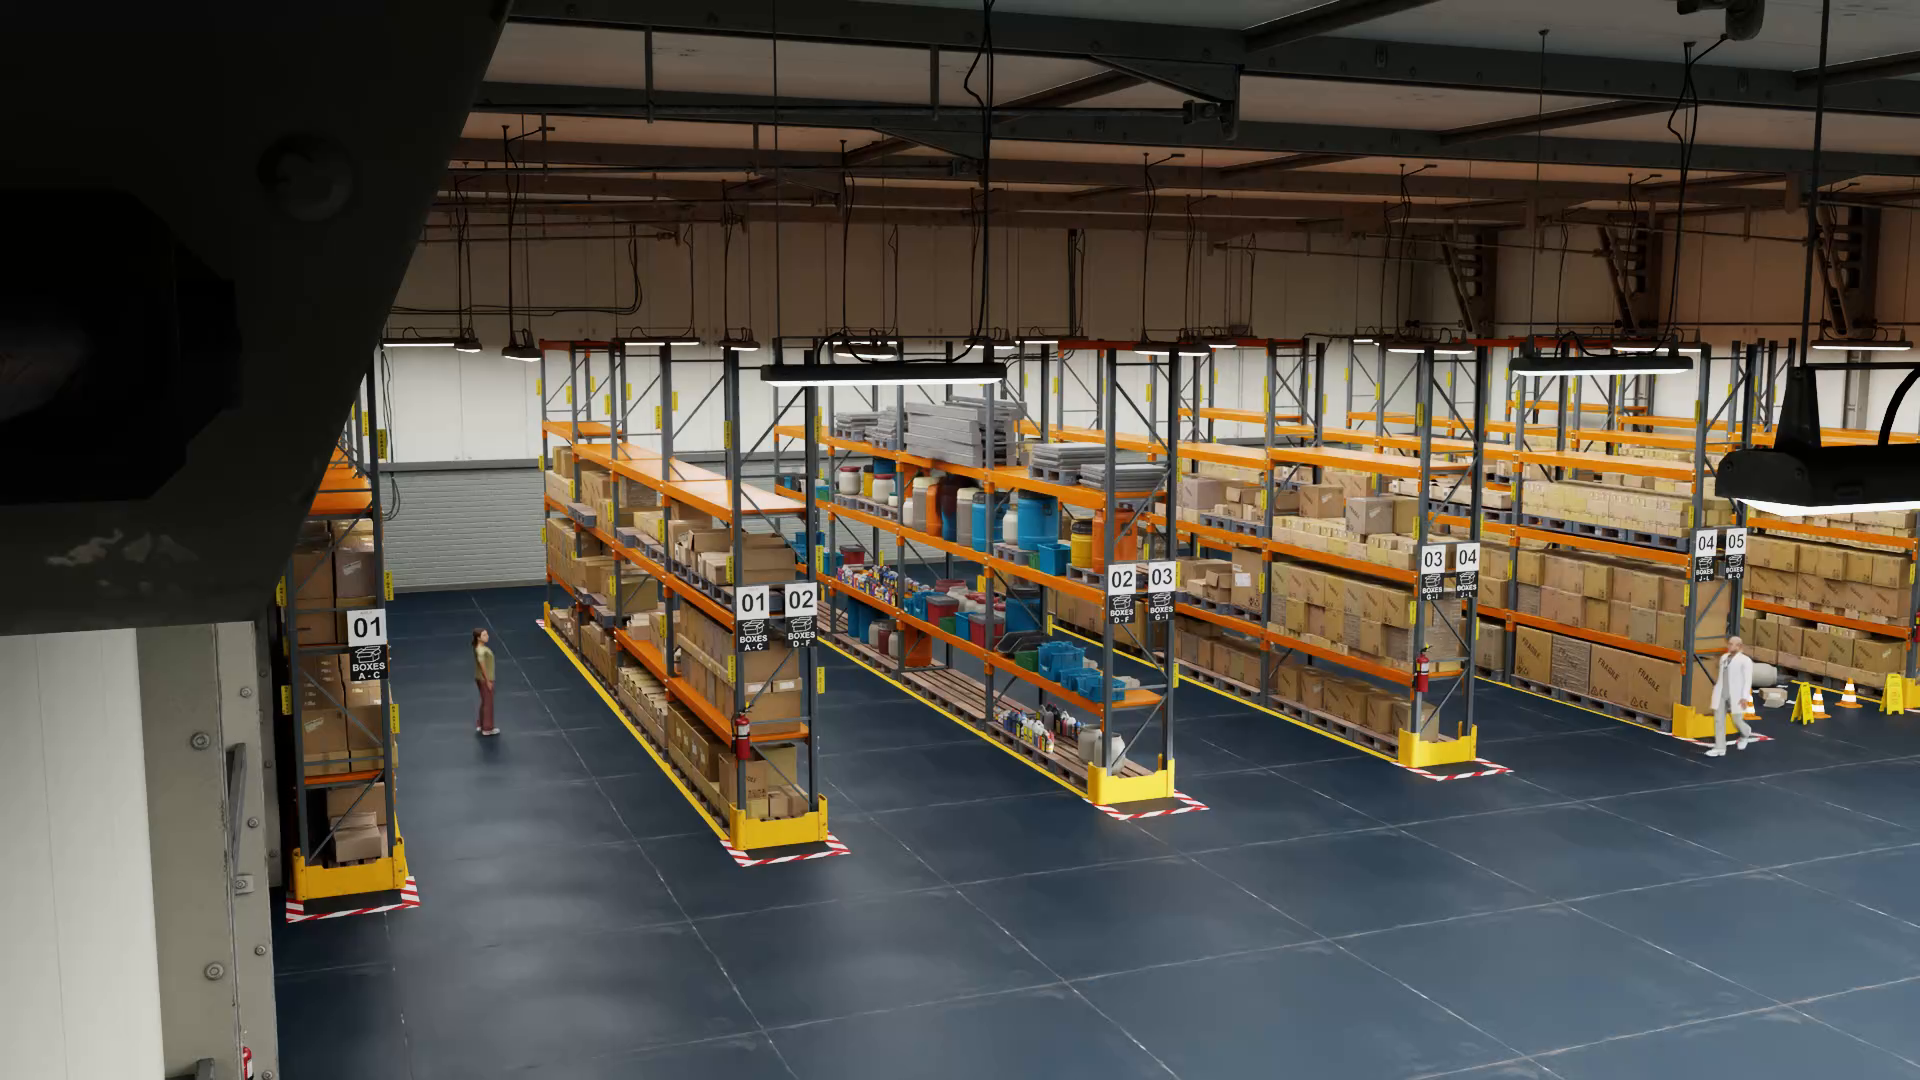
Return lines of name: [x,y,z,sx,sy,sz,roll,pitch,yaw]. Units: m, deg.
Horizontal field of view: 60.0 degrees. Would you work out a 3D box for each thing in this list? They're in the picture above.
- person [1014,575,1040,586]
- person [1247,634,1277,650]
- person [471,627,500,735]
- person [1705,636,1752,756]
person: [1.399,1.092,33.545,0.624,1.817,0.577,-2,8,-17]
person: [5.710,1.347,31.437,0.684,1.748,0.946,-3,8,-19]
person: [-7.320,2.183,25.648,0.386,1.701,0.471,-5,9,-33]
person: [11.344,2.284,24.404,0.549,1.761,0.812,7,10,42]
